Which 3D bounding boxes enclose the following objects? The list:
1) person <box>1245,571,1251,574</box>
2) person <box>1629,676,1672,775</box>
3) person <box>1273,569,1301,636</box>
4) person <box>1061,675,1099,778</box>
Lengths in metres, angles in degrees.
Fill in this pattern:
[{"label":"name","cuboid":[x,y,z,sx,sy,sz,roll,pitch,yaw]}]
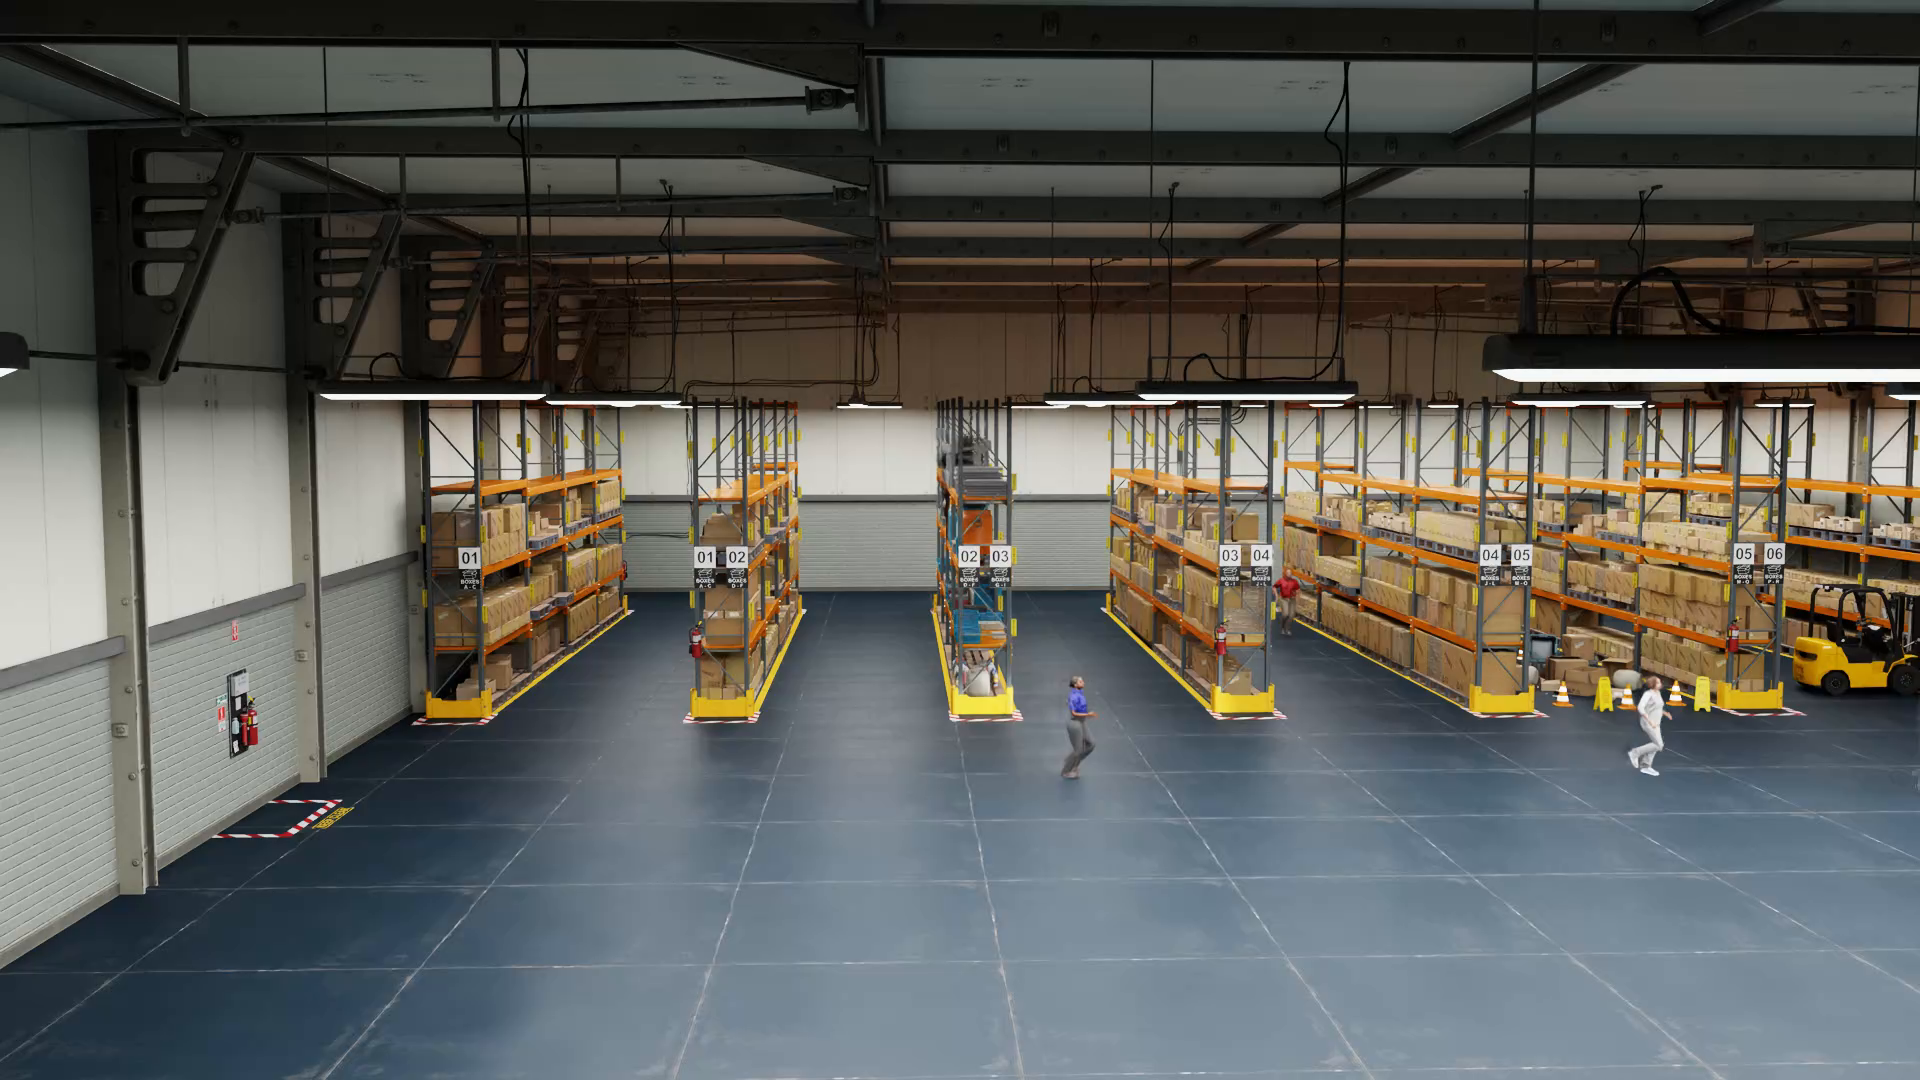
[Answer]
[{"label":"person","cuboid":[8.377,1.123,48.731,0.860,1.673,0.866,-1,5,-13]},{"label":"person","cuboid":[10.925,2.923,26.278,0.572,1.570,0.528,4,6,39]},{"label":"person","cuboid":[8.362,1.599,42.370,0.647,1.717,0.672,0,4,-6]},{"label":"person","cuboid":[1.889,2.904,25.914,0.602,1.622,0.554,1,5,16]}]
